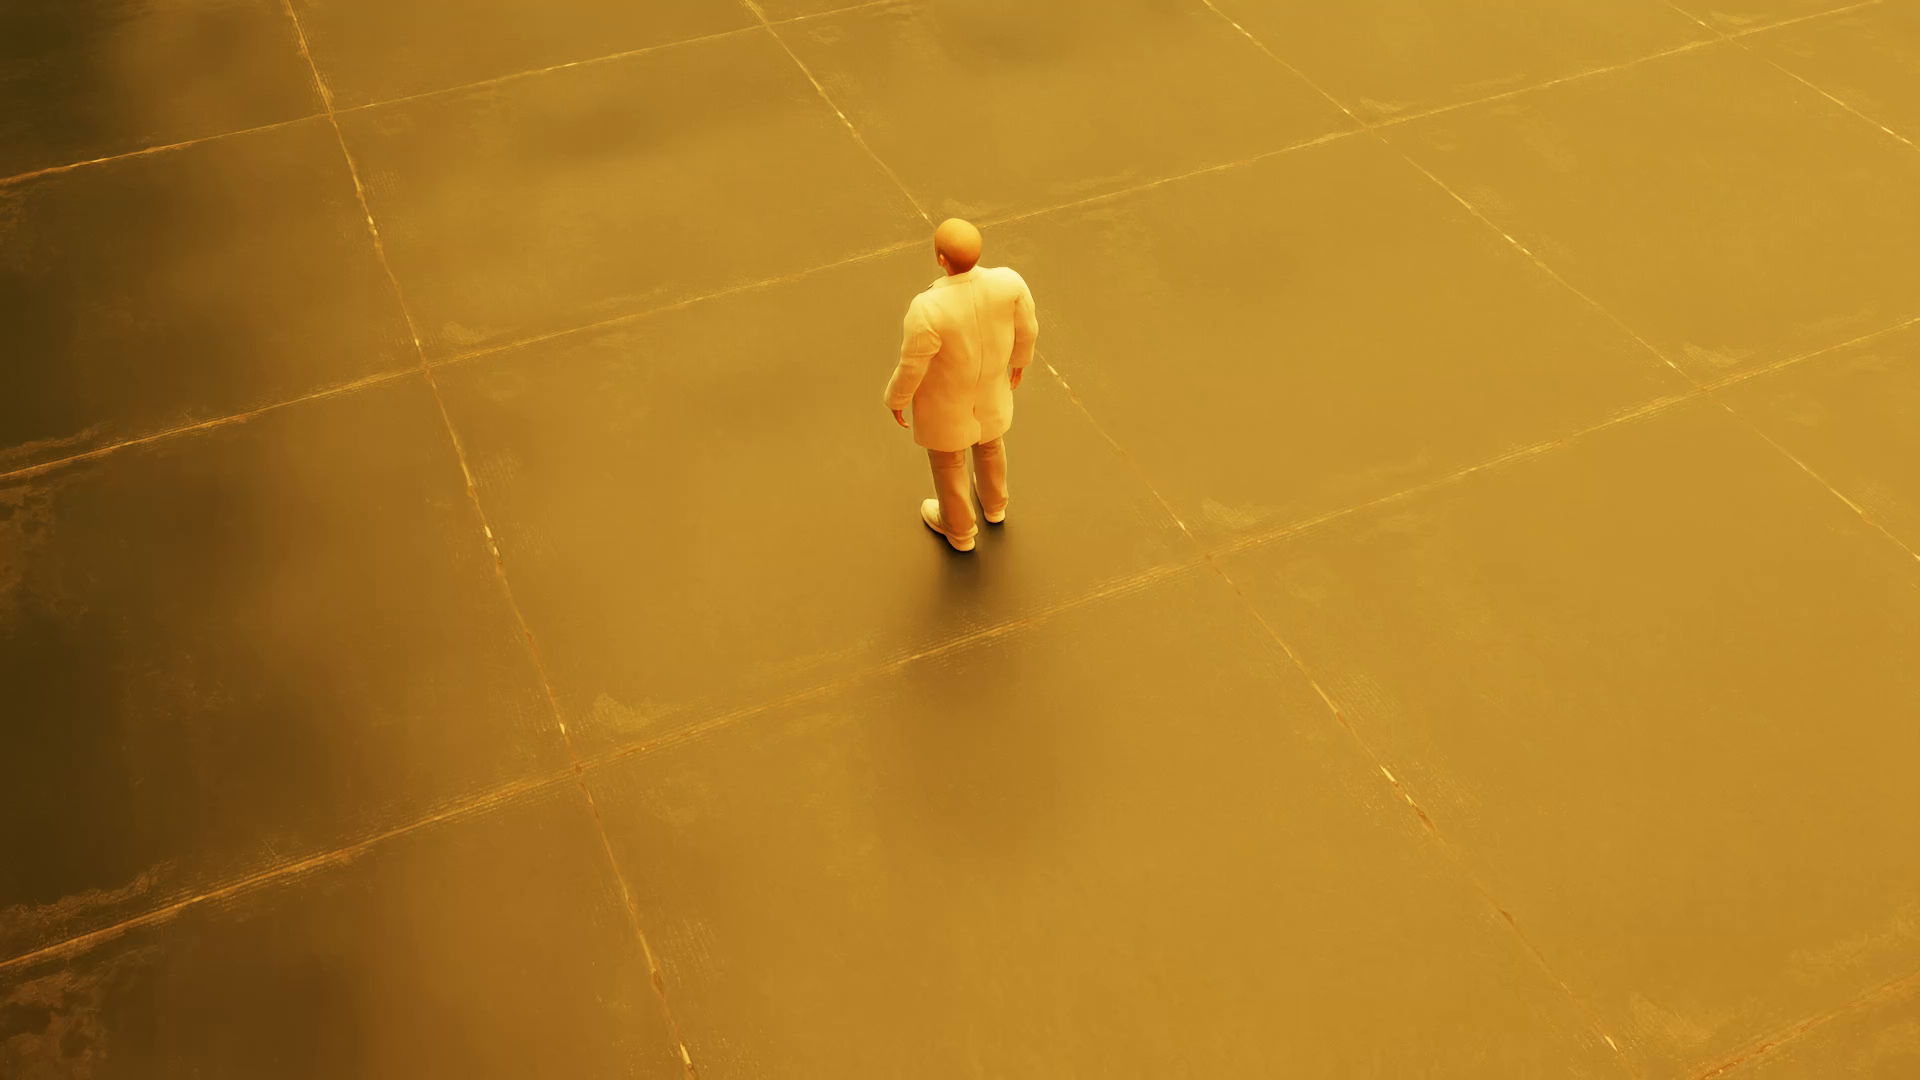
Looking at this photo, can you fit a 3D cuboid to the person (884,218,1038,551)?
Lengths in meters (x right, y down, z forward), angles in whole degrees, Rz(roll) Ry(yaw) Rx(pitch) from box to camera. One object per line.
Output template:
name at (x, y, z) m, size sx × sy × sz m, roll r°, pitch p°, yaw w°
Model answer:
person at (-0.034, -0.712, 7.278) m, size 0.696 × 1.776 × 0.581 m, roll -18°, pitch 46°, yaw -18°
